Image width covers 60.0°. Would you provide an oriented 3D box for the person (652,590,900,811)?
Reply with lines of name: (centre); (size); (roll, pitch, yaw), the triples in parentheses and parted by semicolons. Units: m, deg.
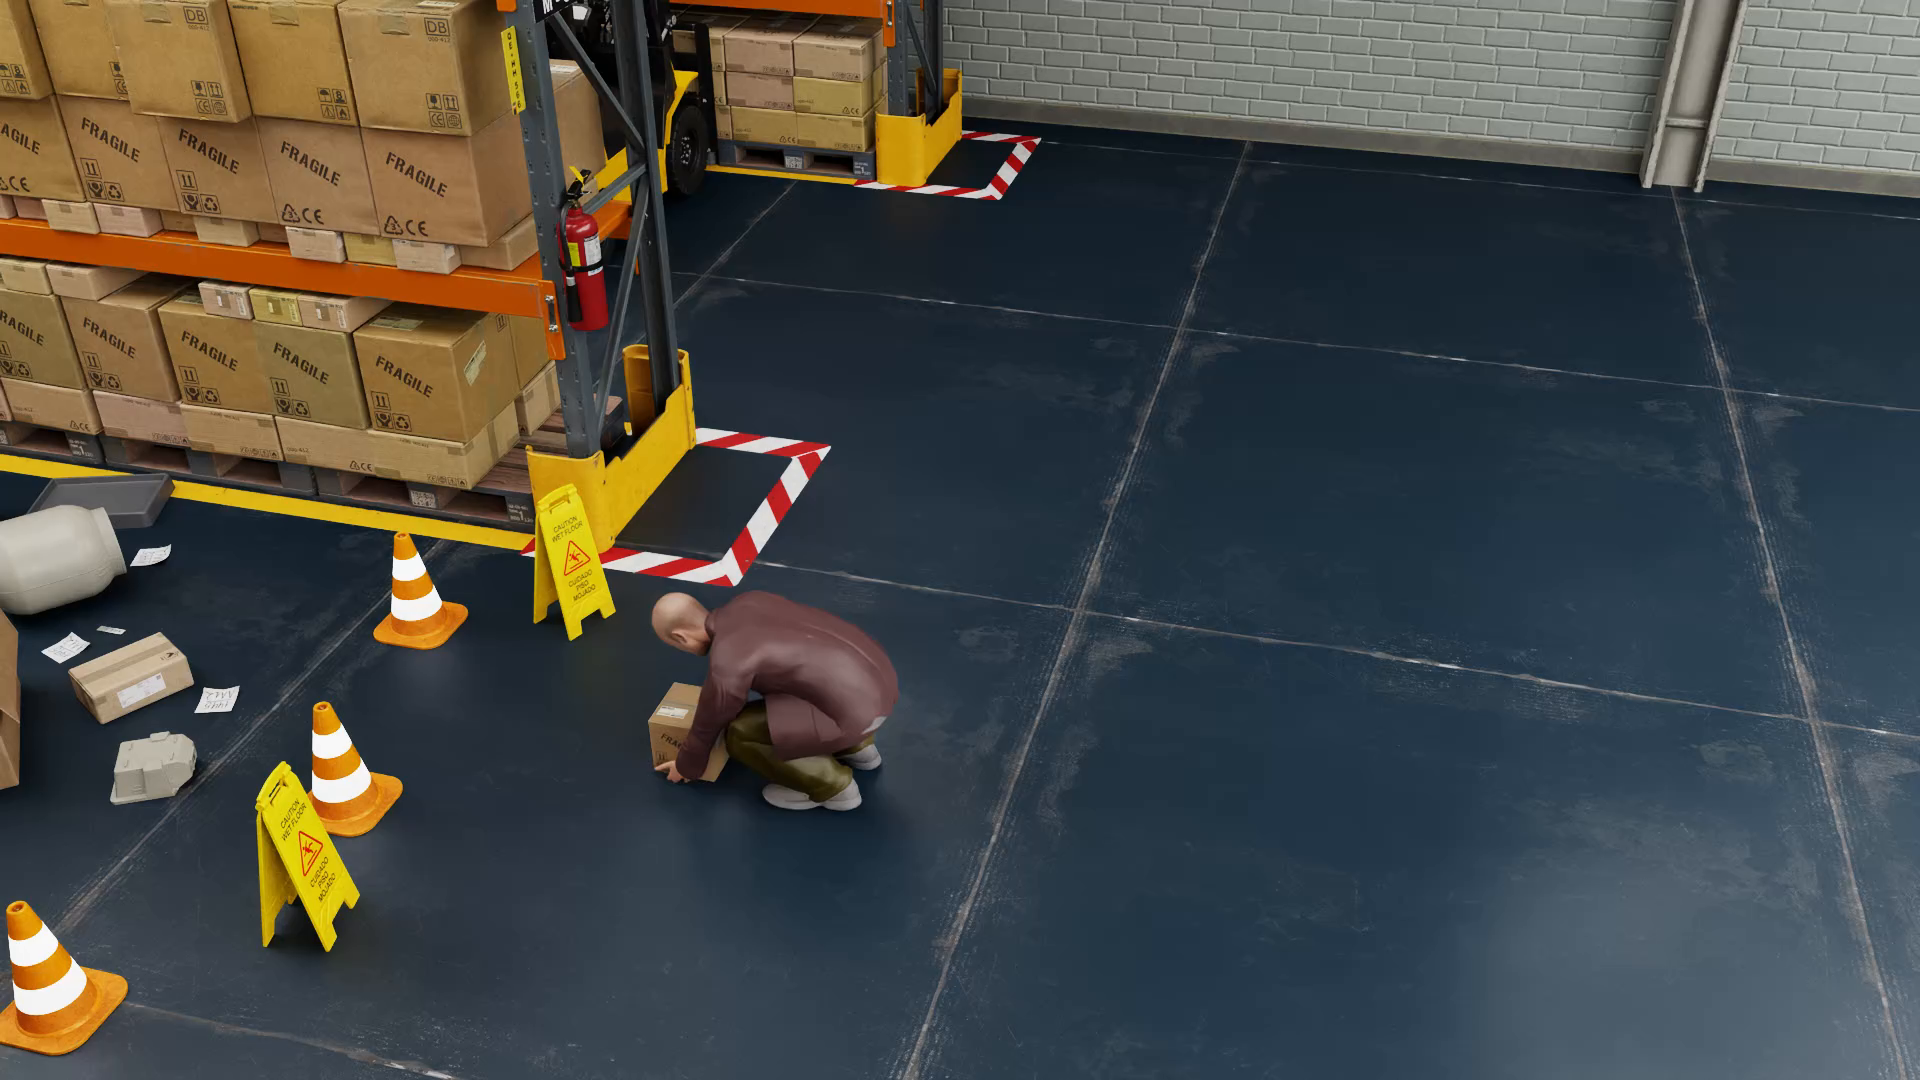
person: (-0.684, 0.599, 6.217); (0.927, 0.875, 0.581); (8, 33, 12)
